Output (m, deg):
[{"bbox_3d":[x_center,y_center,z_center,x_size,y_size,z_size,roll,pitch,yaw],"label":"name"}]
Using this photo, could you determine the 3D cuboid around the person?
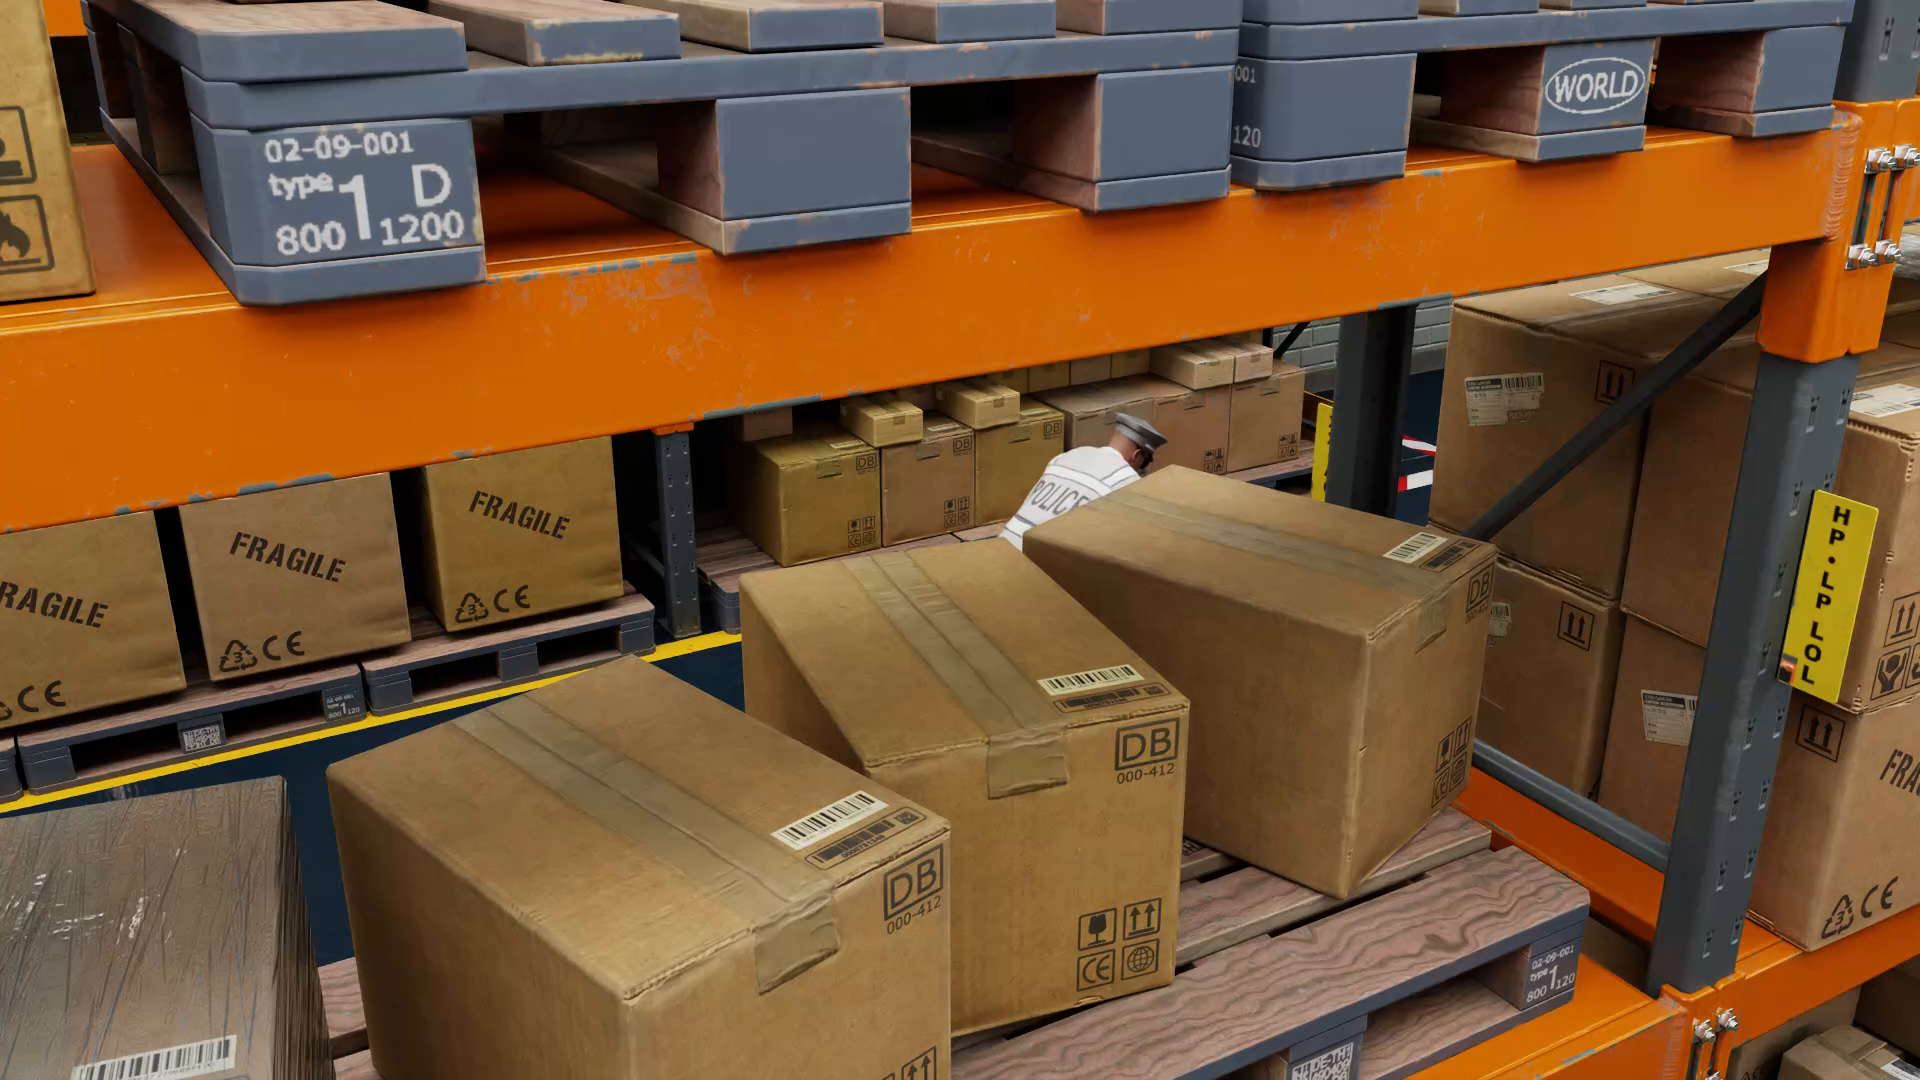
[{"bbox_3d":[0.542,0.001,7.104,0.893,1.011,0.548,-12,25,-29],"label":"person"}]
